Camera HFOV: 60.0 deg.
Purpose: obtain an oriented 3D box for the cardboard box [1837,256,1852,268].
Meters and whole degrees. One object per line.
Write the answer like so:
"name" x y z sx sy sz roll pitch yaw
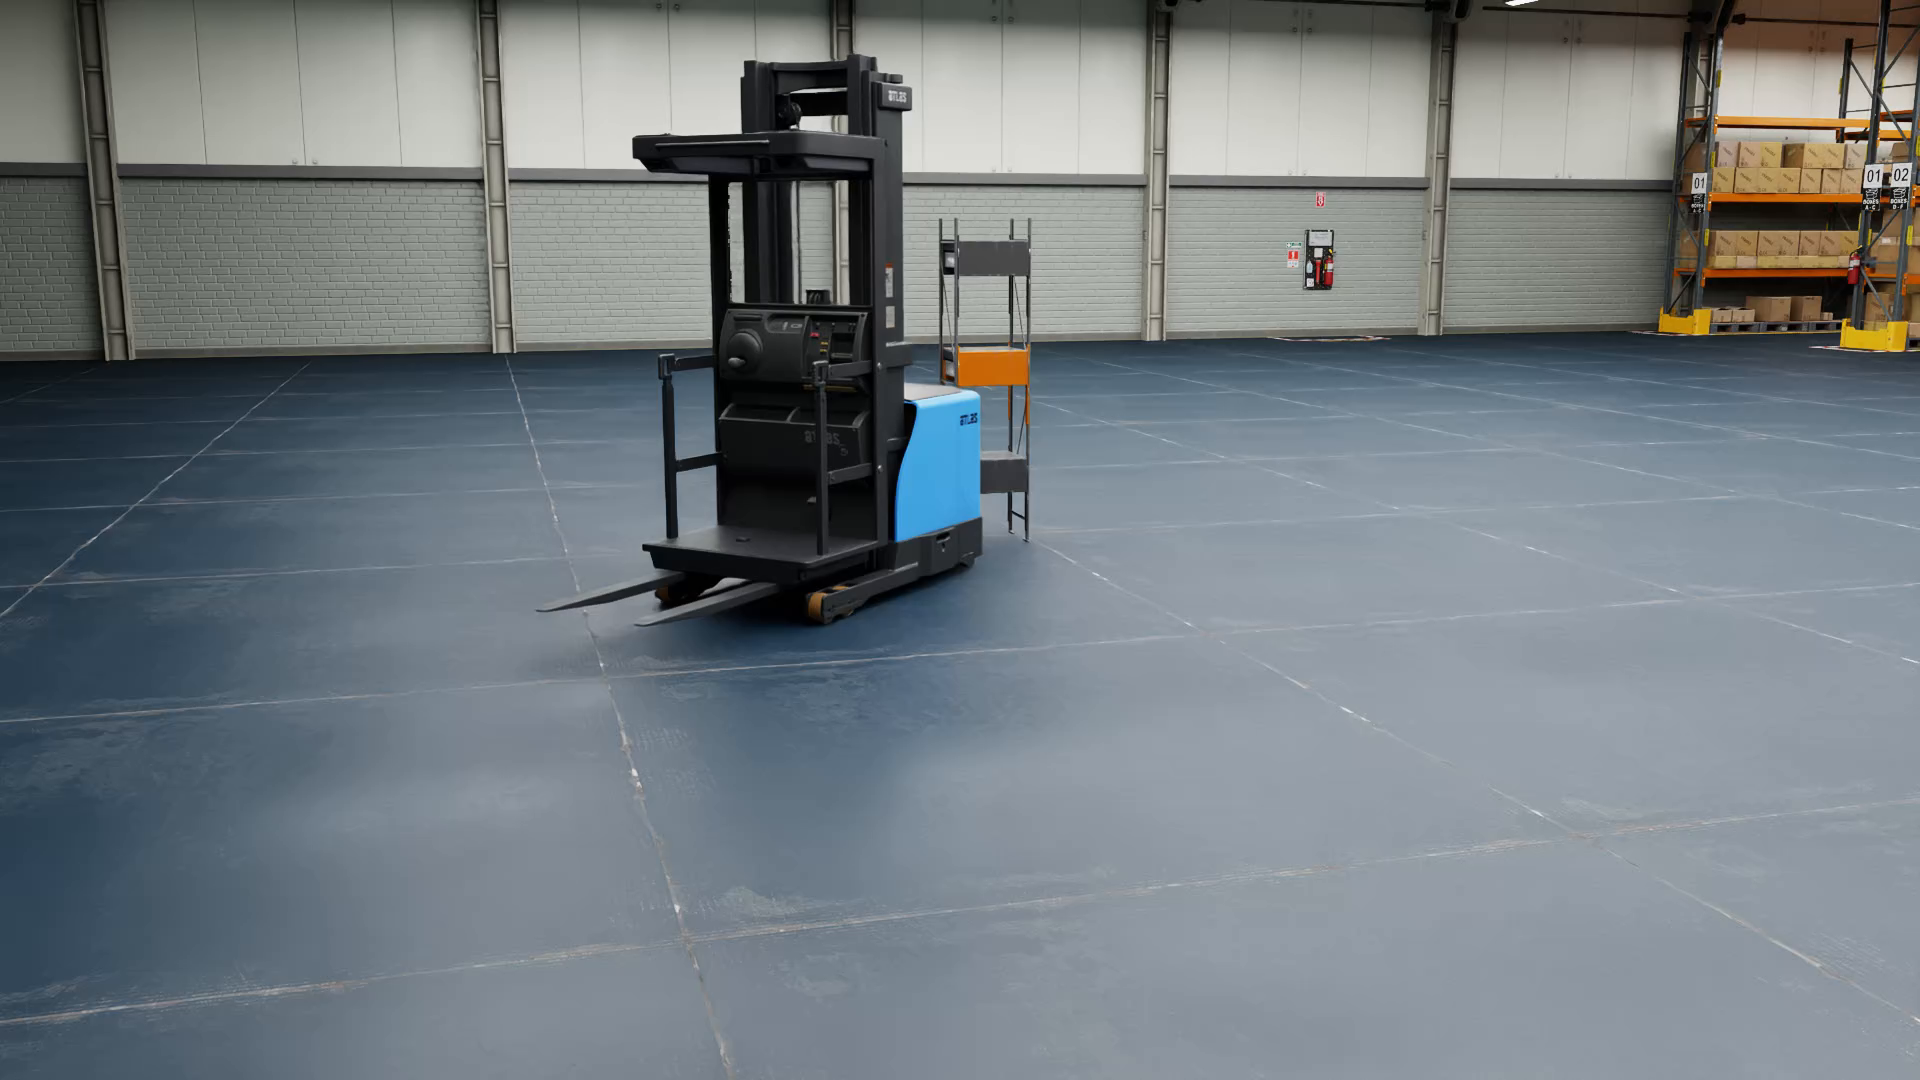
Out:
"cardboard box" 18.262 -5.790 34.571 0.500 0.250 0.500 -3 11 -16

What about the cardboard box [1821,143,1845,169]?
"cardboard box" 17.701 -7.854 34.047 0.500 0.500 0.500 -2 11 -13

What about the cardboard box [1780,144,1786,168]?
"cardboard box" 16.618 -7.896 34.274 0.500 0.500 0.500 -3 11 -16

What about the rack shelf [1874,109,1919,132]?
"rack shelf" 18.100 -7.368 29.307 4.000 0.370 1.077 -3 11 -16

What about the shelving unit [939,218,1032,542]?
"shelving unit" 0.159 -1.041 10.902 0.503 2.100 0.431 -3 11 -16

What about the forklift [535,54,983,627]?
"forklift" -1.018 -1.097 8.912 1.130 2.935 3.031 6 12 29

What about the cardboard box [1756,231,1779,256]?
"cardboard box" 16.309 -6.053 33.929 0.500 0.500 0.500 -3 11 -18

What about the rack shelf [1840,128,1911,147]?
"rack shelf" 20.552 -8.432 35.083 4.000 0.370 1.077 -3 11 -16

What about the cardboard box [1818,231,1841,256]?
"cardboard box" 17.787 -6.131 34.355 0.500 0.500 0.500 -3 11 -16

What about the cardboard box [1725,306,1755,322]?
"cardboard box" 16.028 -4.670 34.341 0.500 0.311 0.500 -2 11 -11

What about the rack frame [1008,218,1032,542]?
"rack frame" 0.393 -1.053 10.969 0.015 2.100 0.400 -3 11 -16

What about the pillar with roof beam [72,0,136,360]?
"pillar with roof beam" -12.379 -6.598 22.030 0.400 9.000 9.100 -3 11 -16

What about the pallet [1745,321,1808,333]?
"pallet" 16.824 -4.456 34.671 1.213 0.211 1.003 -3 11 -16

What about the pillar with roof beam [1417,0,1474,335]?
"pillar with roof beam" 10.664 -7.812 28.627 0.548 9.000 9.100 -3 11 -16

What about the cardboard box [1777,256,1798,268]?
"cardboard box" 16.820 -5.712 34.149 0.500 0.250 0.500 -3 11 -15

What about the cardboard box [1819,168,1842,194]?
"cardboard box" 17.727 -7.373 34.194 0.500 0.500 0.500 -4 11 -21

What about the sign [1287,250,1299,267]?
"sign" 6.518 -5.499 32.534 0.234 0.329 0.001 -3 11 -16

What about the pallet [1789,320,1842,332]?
"pallet" 17.997 -4.519 35.010 1.213 0.211 1.003 -3 11 -16

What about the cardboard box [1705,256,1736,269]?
"cardboard box" 15.349 -5.634 33.722 0.500 0.250 0.500 -3 11 -18

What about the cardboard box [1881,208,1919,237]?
"cardboard box" 16.682 -5.578 29.203 0.500 0.500 0.700 -3 11 -16

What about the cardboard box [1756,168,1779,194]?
"cardboard box" 16.206 -7.284 33.710 0.500 0.500 0.500 -2 11 -13

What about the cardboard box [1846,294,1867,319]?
"cardboard box" 19.334 -4.958 35.380 0.500 0.500 0.700 -3 11 -14

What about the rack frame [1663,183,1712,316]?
"rack frame" 14.792 -5.728 33.876 0.127 3.000 1.000 -3 11 -16

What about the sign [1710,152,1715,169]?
"sign" 14.943 -7.539 33.013 0.005 0.325 0.100 -3 11 -16

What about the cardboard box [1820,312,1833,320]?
"cardboard box" 18.127 -4.721 35.017 0.250 0.166 0.380 -5 11 -23

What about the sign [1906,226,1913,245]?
"sign" 16.329 -5.235 28.588 0.005 0.325 0.100 -3 11 -16

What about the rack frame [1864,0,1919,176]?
"rack frame" 16.180 -7.817 28.656 0.127 3.000 1.000 -3 11 -16

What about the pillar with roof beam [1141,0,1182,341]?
"pillar with roof beam" 4.903 -7.509 26.978 0.548 9.000 9.100 -3 11 -16

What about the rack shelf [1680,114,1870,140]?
"rack shelf" 16.712 -8.424 33.948 4.000 0.370 1.077 -3 11 -16

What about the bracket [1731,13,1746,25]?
"bracket" 15.720 -10.594 33.795 0.430 0.232 0.235 -3 11 -16

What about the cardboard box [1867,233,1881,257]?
"cardboard box" 19.130 -6.216 35.034 0.500 0.500 0.700 -3 11 -16

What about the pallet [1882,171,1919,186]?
"pallet" 16.866 -6.330 29.105 1.213 0.211 1.003 -3 11 -16

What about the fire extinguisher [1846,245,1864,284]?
"fire extinguisher" 15.936 -4.904 29.612 0.183 0.674 0.296 -3 11 -16

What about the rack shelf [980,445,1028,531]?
"rack shelf" 0.159 -0.339 11.031 0.480 0.518 0.431 -3 11 -16

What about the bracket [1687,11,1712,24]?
"bracket" 14.923 -10.552 33.567 0.430 0.232 0.235 -3 11 -16

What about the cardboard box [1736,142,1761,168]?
"cardboard box" 15.725 -7.748 33.469 0.500 0.500 0.500 -3 11 -17

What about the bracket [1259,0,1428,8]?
"bracket" 6.672 -10.117 31.204 4.783 0.066 0.076 -3 11 -16

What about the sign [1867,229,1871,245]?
"sign" 18.791 -6.262 34.387 0.005 0.325 0.100 -3 11 -16

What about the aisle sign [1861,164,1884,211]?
"aisle sign" 16.035 -6.193 29.223 0.004 0.787 0.394 -3 11 -16

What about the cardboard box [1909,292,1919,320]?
"cardboard box" 17.567 -4.222 30.059 0.500 0.500 0.500 -3 11 -16

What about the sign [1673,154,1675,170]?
"sign" 14.656 -7.736 34.054 0.005 0.325 0.100 -3 11 -16

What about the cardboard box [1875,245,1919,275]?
"cardboard box" 16.632 -4.938 29.306 0.500 0.500 0.700 -3 11 -16
